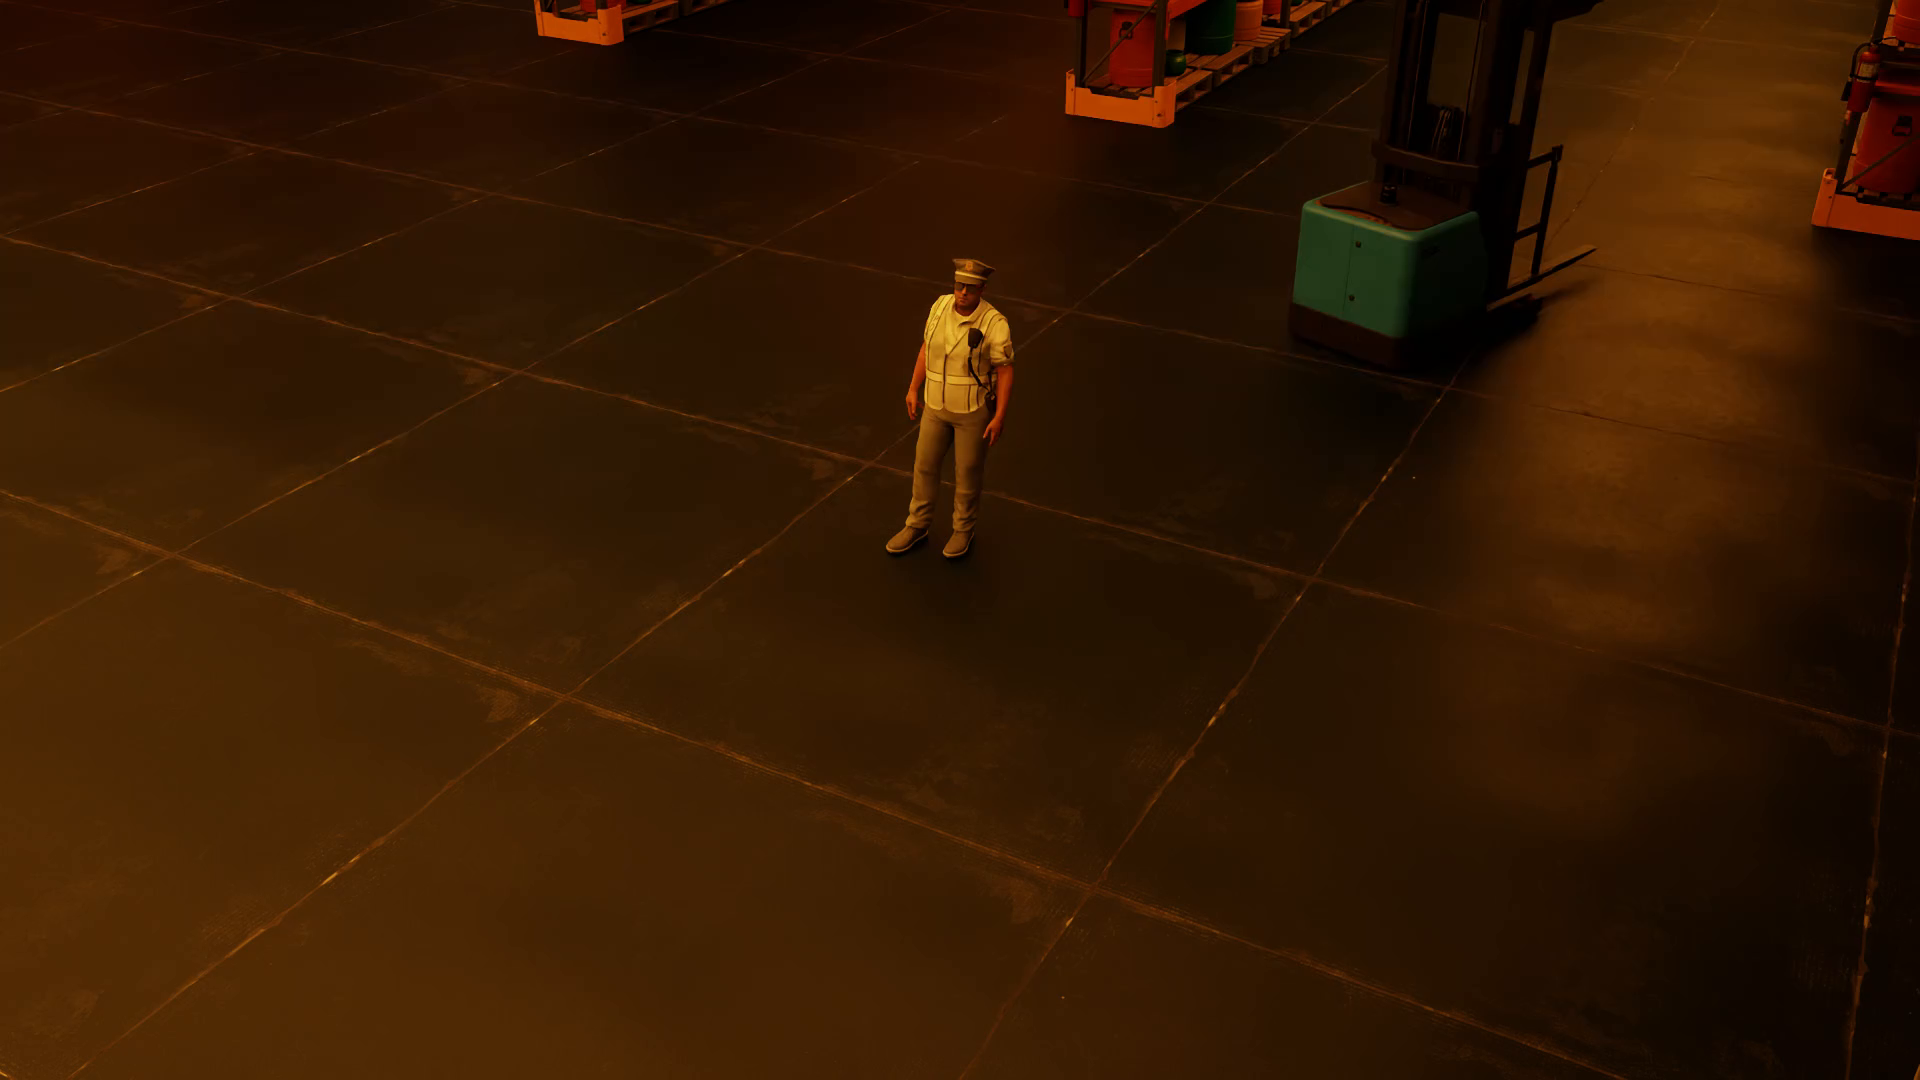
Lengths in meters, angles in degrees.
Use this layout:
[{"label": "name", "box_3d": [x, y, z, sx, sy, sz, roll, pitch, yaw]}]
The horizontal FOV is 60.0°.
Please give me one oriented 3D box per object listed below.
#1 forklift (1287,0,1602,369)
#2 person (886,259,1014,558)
[{"label": "forklift", "box_3d": [3.918, -3.118, 12.473, 3.031, 2.935, 1.130, -24, 38, -35]}, {"label": "person", "box_3d": [-0.048, -0.747, 9.500, 0.640, 1.781, 0.575, 15, 33, 25]}]
